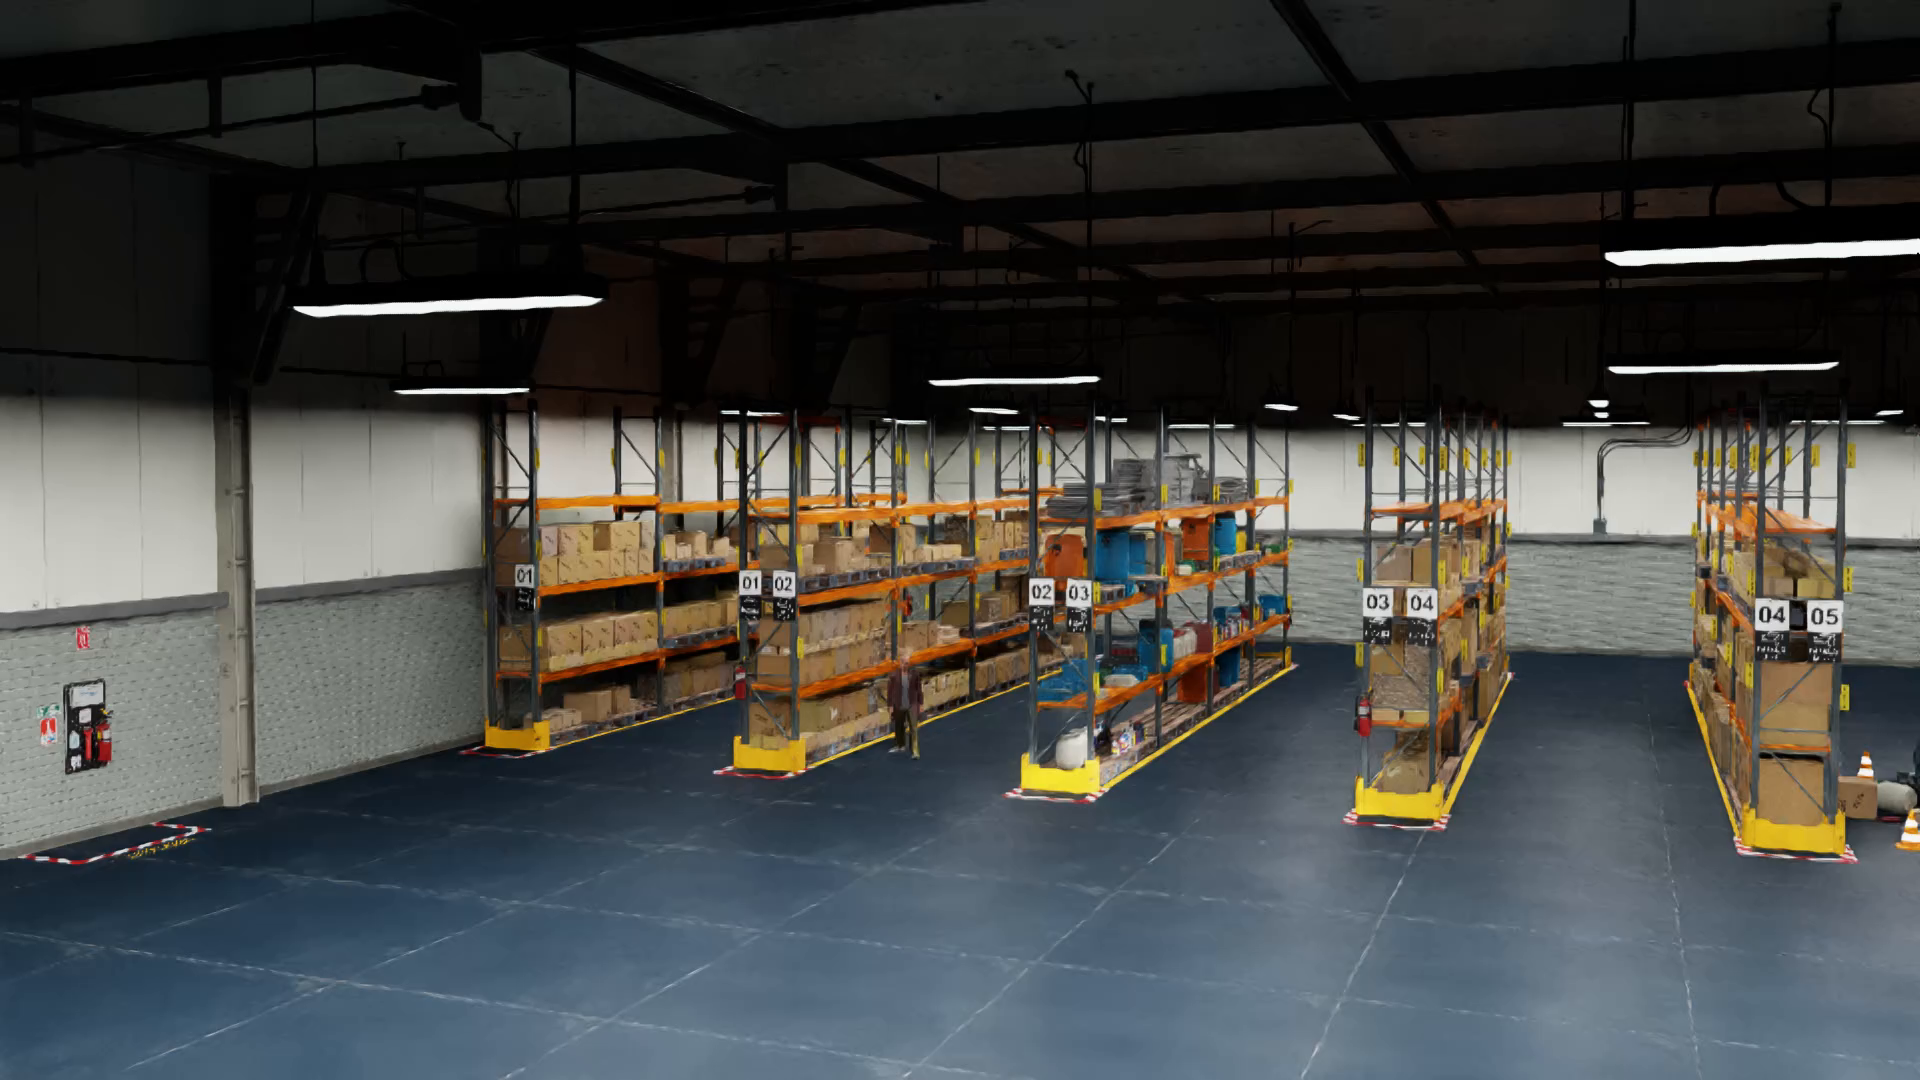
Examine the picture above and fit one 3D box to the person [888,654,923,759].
[{"bbox_3d":[-0.911,2.770,27.761,0.598,1.736,1.032,0,3,-2],"label":"person"}]
